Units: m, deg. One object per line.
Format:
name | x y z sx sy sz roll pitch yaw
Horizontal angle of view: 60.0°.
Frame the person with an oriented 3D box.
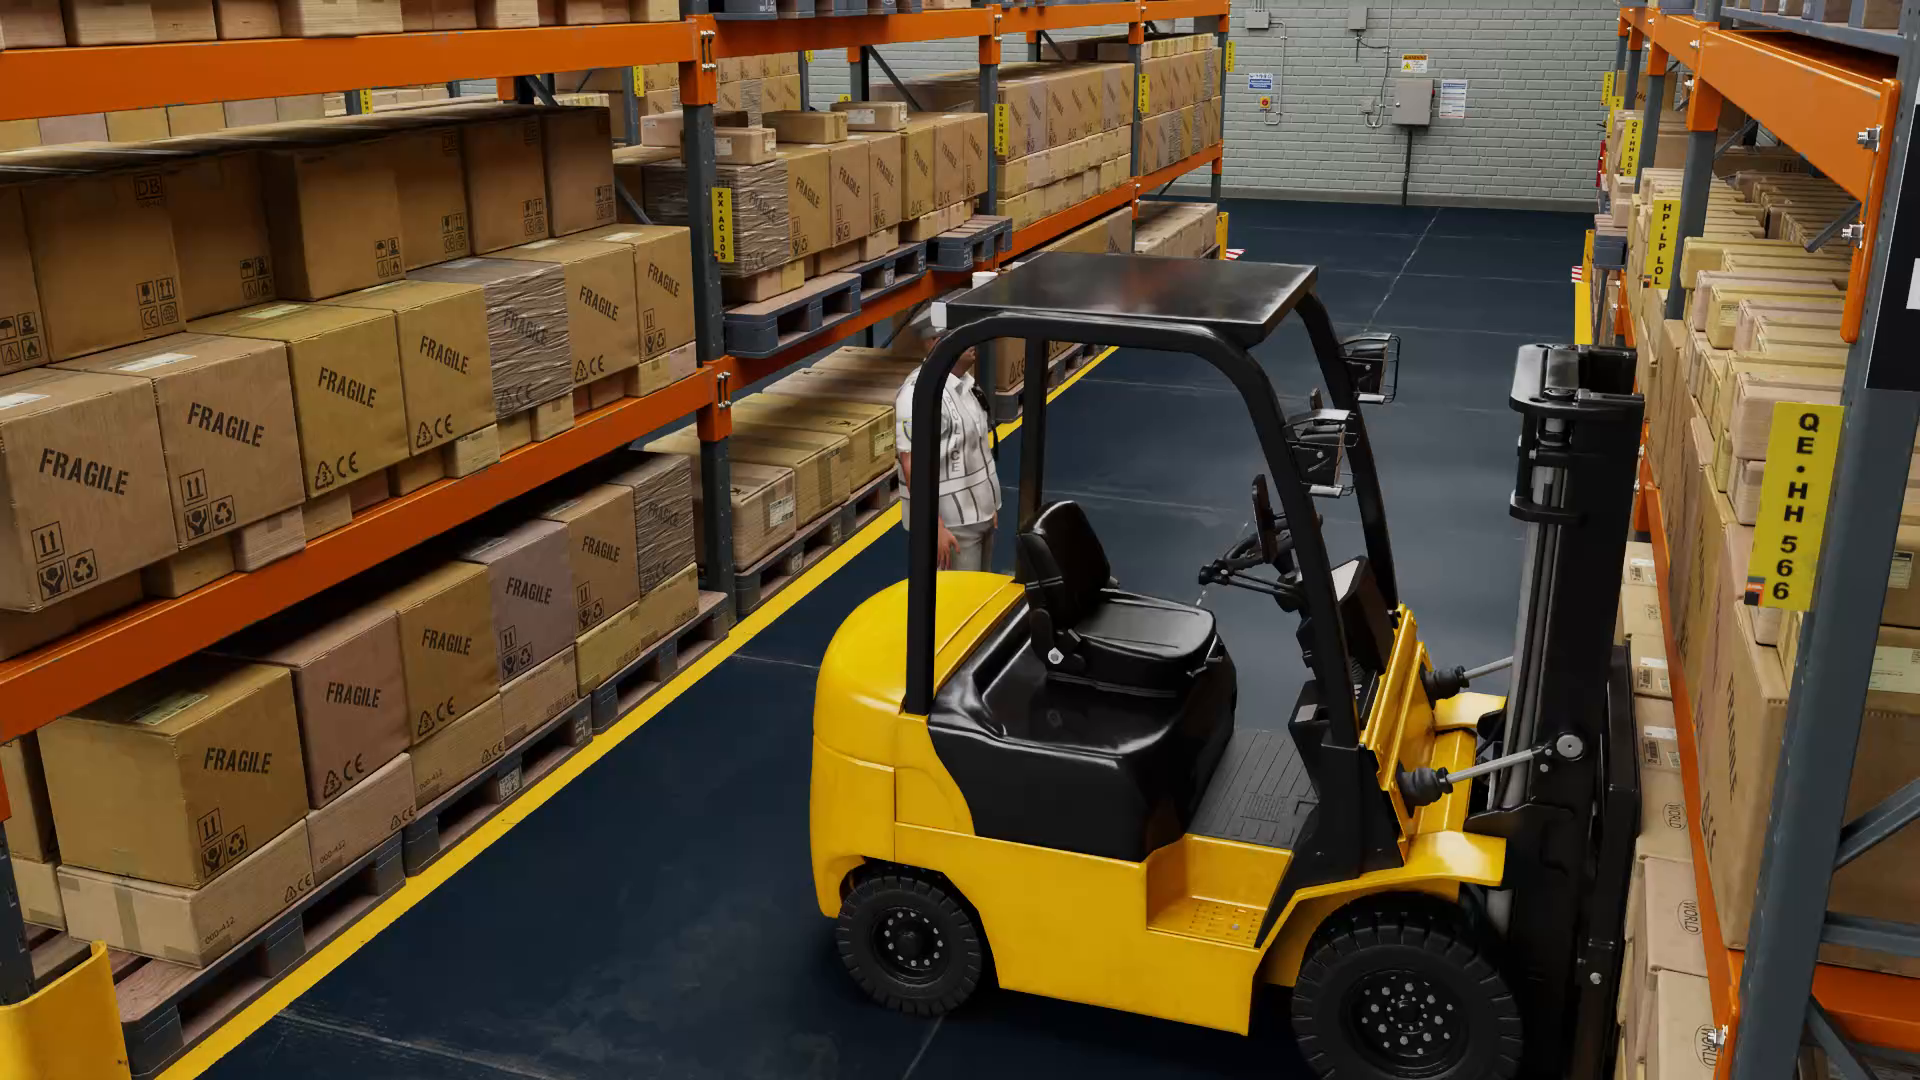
person | 0.048 -0.084 6.724 0.573 1.782 0.641 6 20 18
